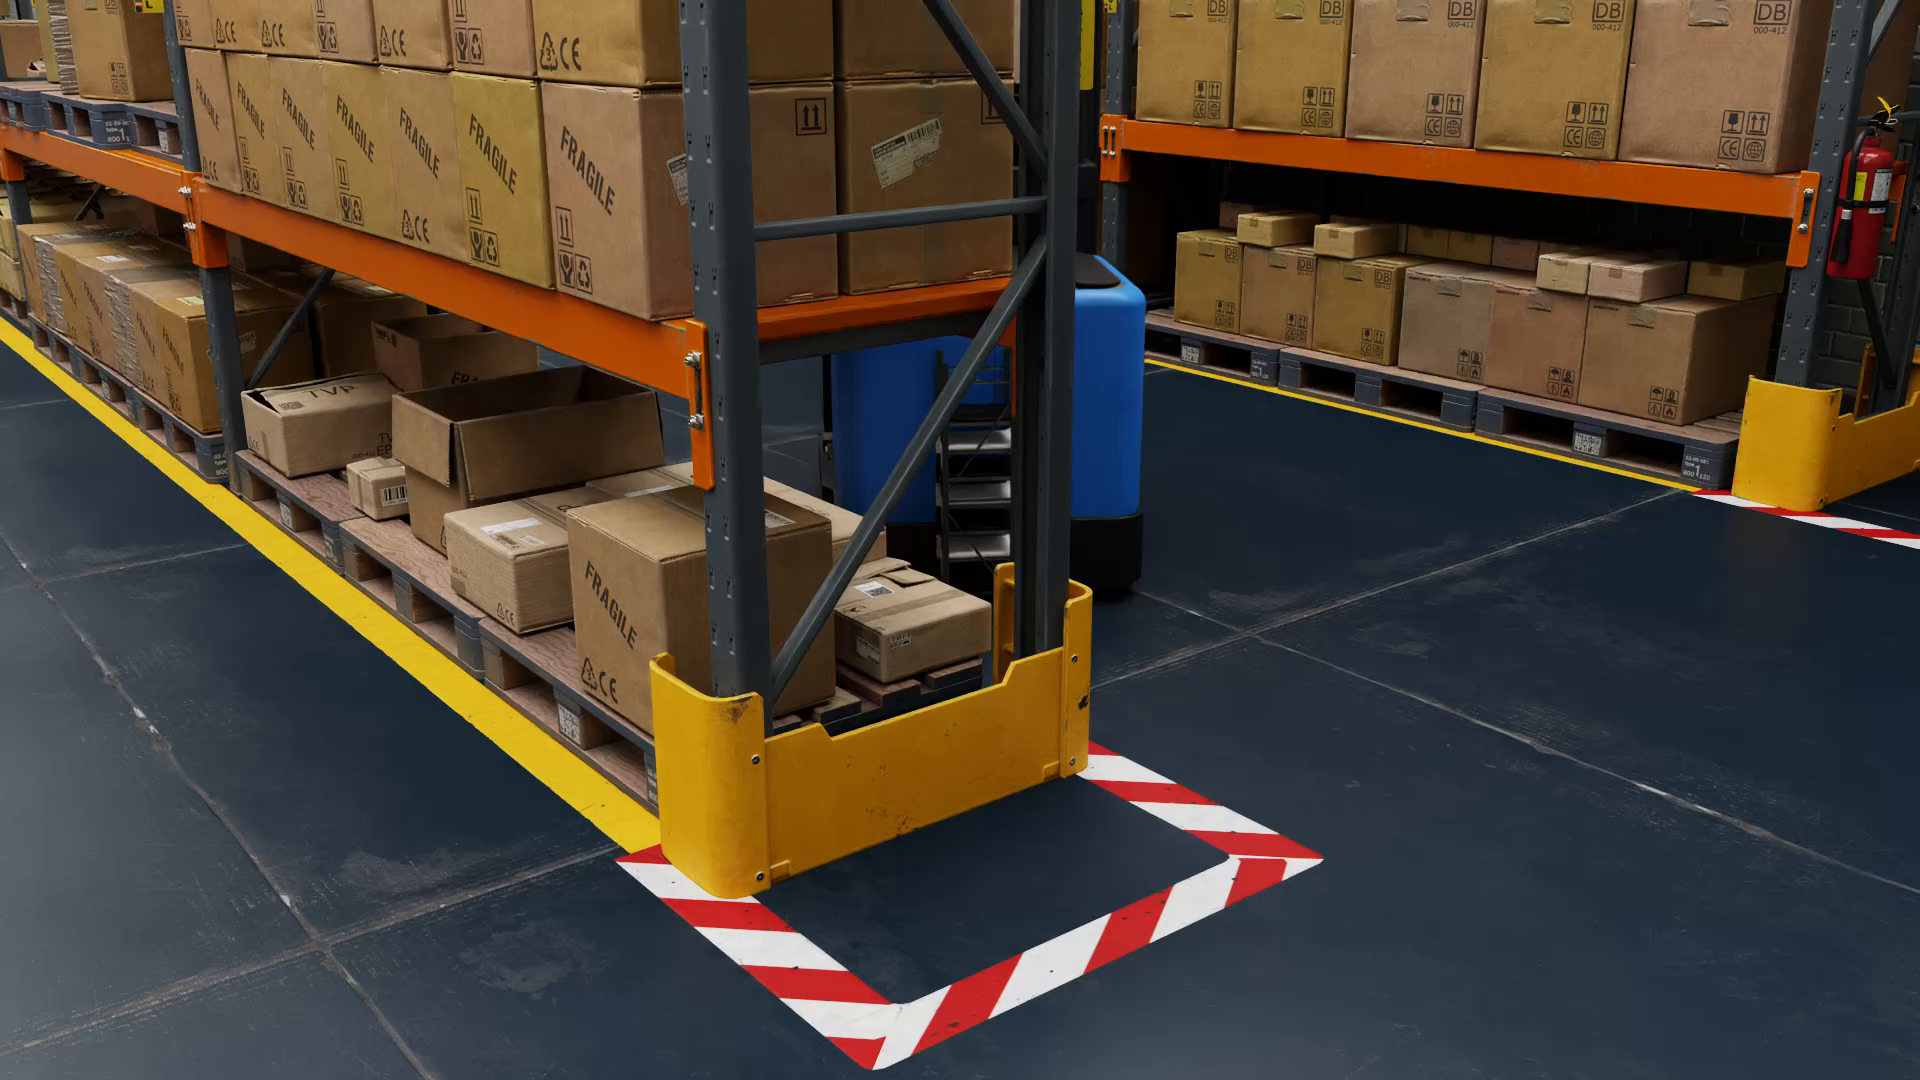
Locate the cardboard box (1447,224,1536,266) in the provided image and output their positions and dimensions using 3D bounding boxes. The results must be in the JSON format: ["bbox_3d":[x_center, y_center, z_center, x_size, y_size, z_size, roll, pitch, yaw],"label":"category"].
[{"bbox_3d":[2.670,-1.483,8.346,0.380,0.149,0.250,-14,23,-36],"label":"cardboard box"}]

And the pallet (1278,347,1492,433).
[{"bbox_3d":[2.426,-0.847,8.586,1.003,0.211,1.213,-14,23,-36],"label":"pallet"}]

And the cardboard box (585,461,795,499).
[{"bbox_3d":[-0.880,-0.061,5.448,0.500,0.250,0.500,-14,23,-36],"label":"cardboard box"}]

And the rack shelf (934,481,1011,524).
[{"bbox_3d":[0.054,-0.124,5.412,0.258,0.077,0.200,-2,18,-5],"label":"rack shelf"}]

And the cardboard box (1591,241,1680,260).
[{"bbox_3d":[3.143,-1.296,7.780,0.380,0.149,0.250,-14,23,-36],"label":"cardboard box"}]

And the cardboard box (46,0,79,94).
[{"bbox_3d":[-4.213,-2.544,8.445,0.700,0.500,0.500,-9,20,-26],"label":"cardboard box"}]

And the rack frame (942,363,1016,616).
[{"bbox_3d":[0.064,-0.124,5.306,0.240,0.900,0.006,-2,18,-5],"label":"rack frame"}]

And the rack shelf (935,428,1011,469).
[{"bbox_3d":[0.054,-0.295,5.356,0.258,0.077,0.200,-2,18,-5],"label":"rack shelf"}]

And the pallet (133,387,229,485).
[{"bbox_3d":[-3.162,-0.576,7.767,1.003,0.211,1.213,-14,23,-36],"label":"pallet"}]

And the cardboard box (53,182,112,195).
[{"bbox_3d":[-5.853,-2.293,11.330,0.500,0.311,0.500,-15,23,-38],"label":"cardboard box"}]

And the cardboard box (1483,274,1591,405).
[{"bbox_3d":[2.913,-0.978,7.853,0.700,0.500,0.500,-14,23,-36],"label":"cardboard box"}]

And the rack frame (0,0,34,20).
[{"bbox_3d":[-7.594,-3.678,12.699,1.000,3.000,0.127,-14,23,-36],"label":"rack frame"}]

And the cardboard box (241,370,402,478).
[{"bbox_3d":[-2.536,-0.494,6.659,0.500,0.311,0.500,-14,23,-36],"label":"cardboard box"}]

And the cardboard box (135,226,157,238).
[{"bbox_3d":[-4.346,-1.530,9.488,0.500,0.500,0.500,-13,22,-34],"label":"cardboard box"}]

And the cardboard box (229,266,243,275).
[{"bbox_3d":[-3.381,-1.150,8.340,0.500,0.500,0.500,-14,23,-35],"label":"cardboard box"}]

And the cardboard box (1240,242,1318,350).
[{"bbox_3d":[1.947,-1.359,9.002,0.700,0.500,0.500,-14,23,-37],"label":"cardboard box"}]

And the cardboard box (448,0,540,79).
[{"bbox_3d":[-0.950,-1.424,4.141,0.500,0.500,0.500,-13,22,-35],"label":"cardboard box"}]

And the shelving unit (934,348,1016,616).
[{"bbox_3d":[0.054,-0.156,5.402,0.258,0.900,0.210,-2,18,-5],"label":"shelving unit"}]

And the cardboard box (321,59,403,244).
[{"bbox_3d":[-1.578,-1.201,5.060,0.500,0.500,0.500,-14,23,-37],"label":"cardboard box"}]

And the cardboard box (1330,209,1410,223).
[{"bbox_3d":[2.196,-1.671,8.915,0.380,0.149,0.250,-15,23,-38],"label":"cardboard box"}]

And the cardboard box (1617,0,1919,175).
[{"bbox_3d":[3.413,-1.955,7.018,0.980,0.700,0.700,-13,22,-34],"label":"cardboard box"}]

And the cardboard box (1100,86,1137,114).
[{"bbox_3d":[0.822,-2.593,9.789,0.380,0.149,0.250,-14,23,-36],"label":"cardboard box"}]

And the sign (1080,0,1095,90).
[{"bbox_3d":[0.282,-1.238,3.953,0.100,0.325,0.005,-14,23,-36],"label":"sign"}]

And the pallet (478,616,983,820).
[{"bbox_3d":[-0.687,0.388,4.857,1.003,0.211,1.213,-14,23,-36],"label":"pallet"}]

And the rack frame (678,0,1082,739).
[{"bbox_3d":[-0.144,-0.721,3.769,1.000,3.000,0.127,-14,23,-36],"label":"rack frame"}]

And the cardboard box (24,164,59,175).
[{"bbox_3d":[-6.790,-2.668,12.461,0.500,0.311,0.500,-13,22,-35],"label":"cardboard box"}]

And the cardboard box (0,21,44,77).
[{"bbox_3d":[-6.165,-3.150,10.946,0.500,0.500,0.500,-16,24,-39],"label":"cardboard box"}]

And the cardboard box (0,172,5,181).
[{"bbox_3d":[-6.904,-2.436,11.763,0.500,0.311,0.500,-15,23,-38],"label":"cardboard box"}]

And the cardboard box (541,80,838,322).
[{"bbox_3d":[-0.635,-0.826,3.926,0.500,0.500,0.500,-13,22,-34],"label":"cardboard box"}]

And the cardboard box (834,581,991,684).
[{"bbox_3d":[-0.134,0.253,4.662,0.380,0.149,0.250,-14,23,-36],"label":"cardboard box"}]

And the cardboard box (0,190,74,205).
[{"bbox_3d":[-5.957,-2.061,10.628,0.500,0.311,0.500,-14,23,-37],"label":"cardboard box"}]

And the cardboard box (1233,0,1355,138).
[{"bbox_3d":[2.027,-2.499,8.661,0.980,0.700,0.700,-15,23,-37],"label":"cardboard box"}]

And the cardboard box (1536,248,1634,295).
[{"bbox_3d":[2.842,-1.222,7.556,0.380,0.149,0.250,-13,22,-35],"label":"cardboard box"}]

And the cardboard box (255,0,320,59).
[{"bbox_3d":[-1.916,-1.804,5.290,0.500,0.500,0.500,-15,23,-38],"label":"cardboard box"}]

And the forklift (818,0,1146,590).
[{"bbox_3d":[-0.034,-1.630,6.623,1.130,2.935,3.031,-2,18,-5],"label":"forklift"}]

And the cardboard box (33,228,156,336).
[{"bbox_3d":[-4.723,-1.419,9.153,0.500,0.500,0.500,-15,24,-38],"label":"cardboard box"}]

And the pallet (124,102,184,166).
[{"bbox_3d":[-3.038,-1.834,7.435,1.003,0.211,1.213,-14,23,-36],"label":"pallet"}]

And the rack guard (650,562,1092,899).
[{"bbox_3d":[-0.191,0.447,4.219,1.175,0.500,0.348,-14,23,-36],"label":"rack guard"}]

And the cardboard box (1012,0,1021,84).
[{"bbox_3d":[0.445,-3.061,10.171,0.500,0.500,0.500,-14,23,-36],"label":"cardboard box"}]

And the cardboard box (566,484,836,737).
[{"bbox_3d":[-0.674,0.171,4.352,0.500,0.500,0.500,-14,23,-36],"label":"cardboard box"}]

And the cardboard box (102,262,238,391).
[{"bbox_3d":[-3.770,-1.042,8.014,0.500,0.500,0.500,-14,23,-35],"label":"cardboard box"}]

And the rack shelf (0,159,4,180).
[{"bbox_3d":[-6.353,-2.844,11.324,1.077,0.370,4.000,-14,23,-36],"label":"rack shelf"}]

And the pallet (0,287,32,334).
[{"bbox_3d":[-5.591,-1.579,10.796,1.003,0.211,1.213,-14,23,-36],"label":"pallet"}]

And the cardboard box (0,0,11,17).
[{"bbox_3d":[-7.609,-4.138,12.895,0.380,0.149,0.250,-14,23,-36],"label":"cardboard box"}]

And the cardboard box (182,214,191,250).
[{"bbox_3d":[-3.669,-1.622,8.572,0.500,0.250,0.500,-15,23,-37],"label":"cardboard box"}]

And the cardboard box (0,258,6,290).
[{"bbox_3d":[-5.951,-1.795,10.718,0.500,0.250,0.500,-14,23,-37],"label":"cardboard box"}]

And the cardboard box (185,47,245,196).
[{"bbox_3d":[-2.524,-1.576,6.190,0.500,0.500,0.500,-13,22,-35],"label":"cardboard box"}]
